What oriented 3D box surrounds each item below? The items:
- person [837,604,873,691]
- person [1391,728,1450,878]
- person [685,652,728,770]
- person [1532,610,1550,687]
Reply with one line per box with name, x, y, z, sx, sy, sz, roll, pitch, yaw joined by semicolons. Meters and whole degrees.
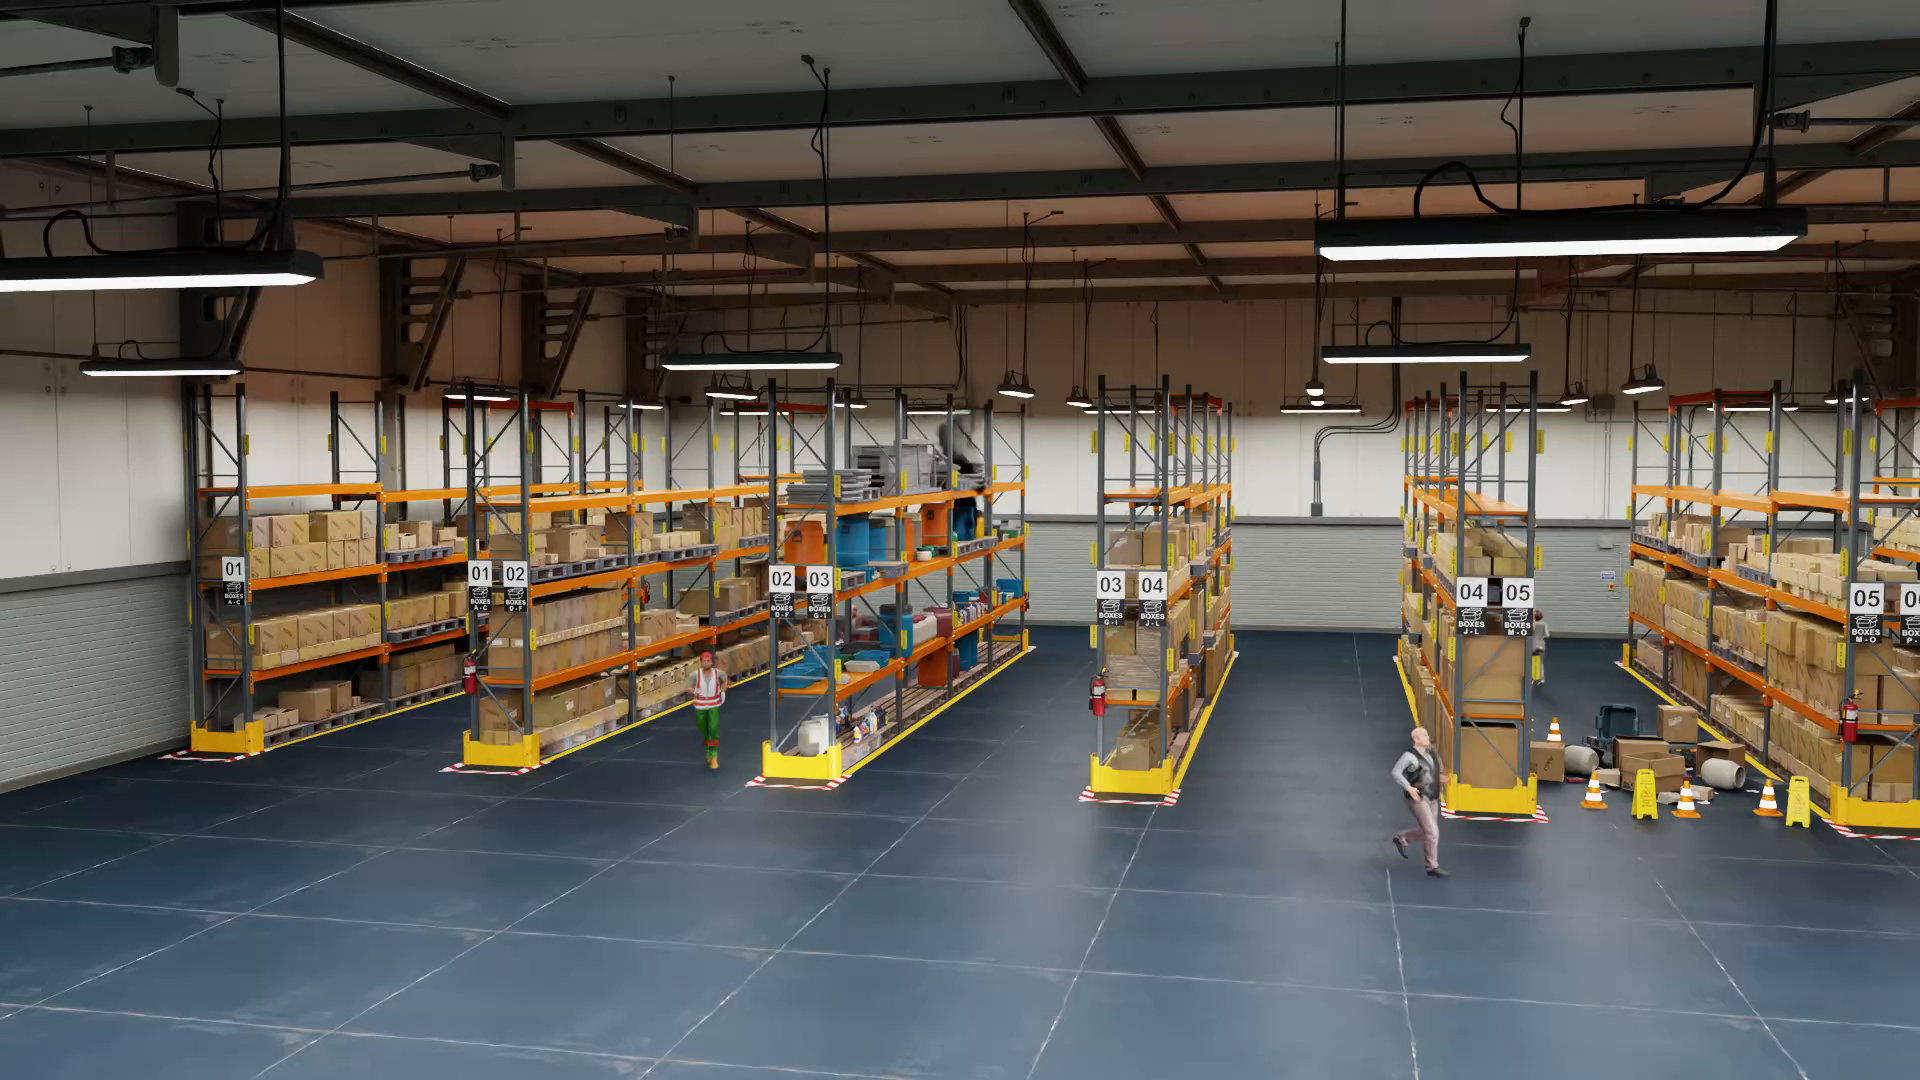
person;-2.153;2.233;33.824;0.672;1.680;0.837;0;3;8
person;5.381;3.039;19.449;0.664;1.697;0.875;-3;4;-39
person;-3.947;2.640;25.906;0.631;1.823;0.825;0;3;-2
person;11.804;2.250;34.013;0.529;1.632;0.810;0;3;4
